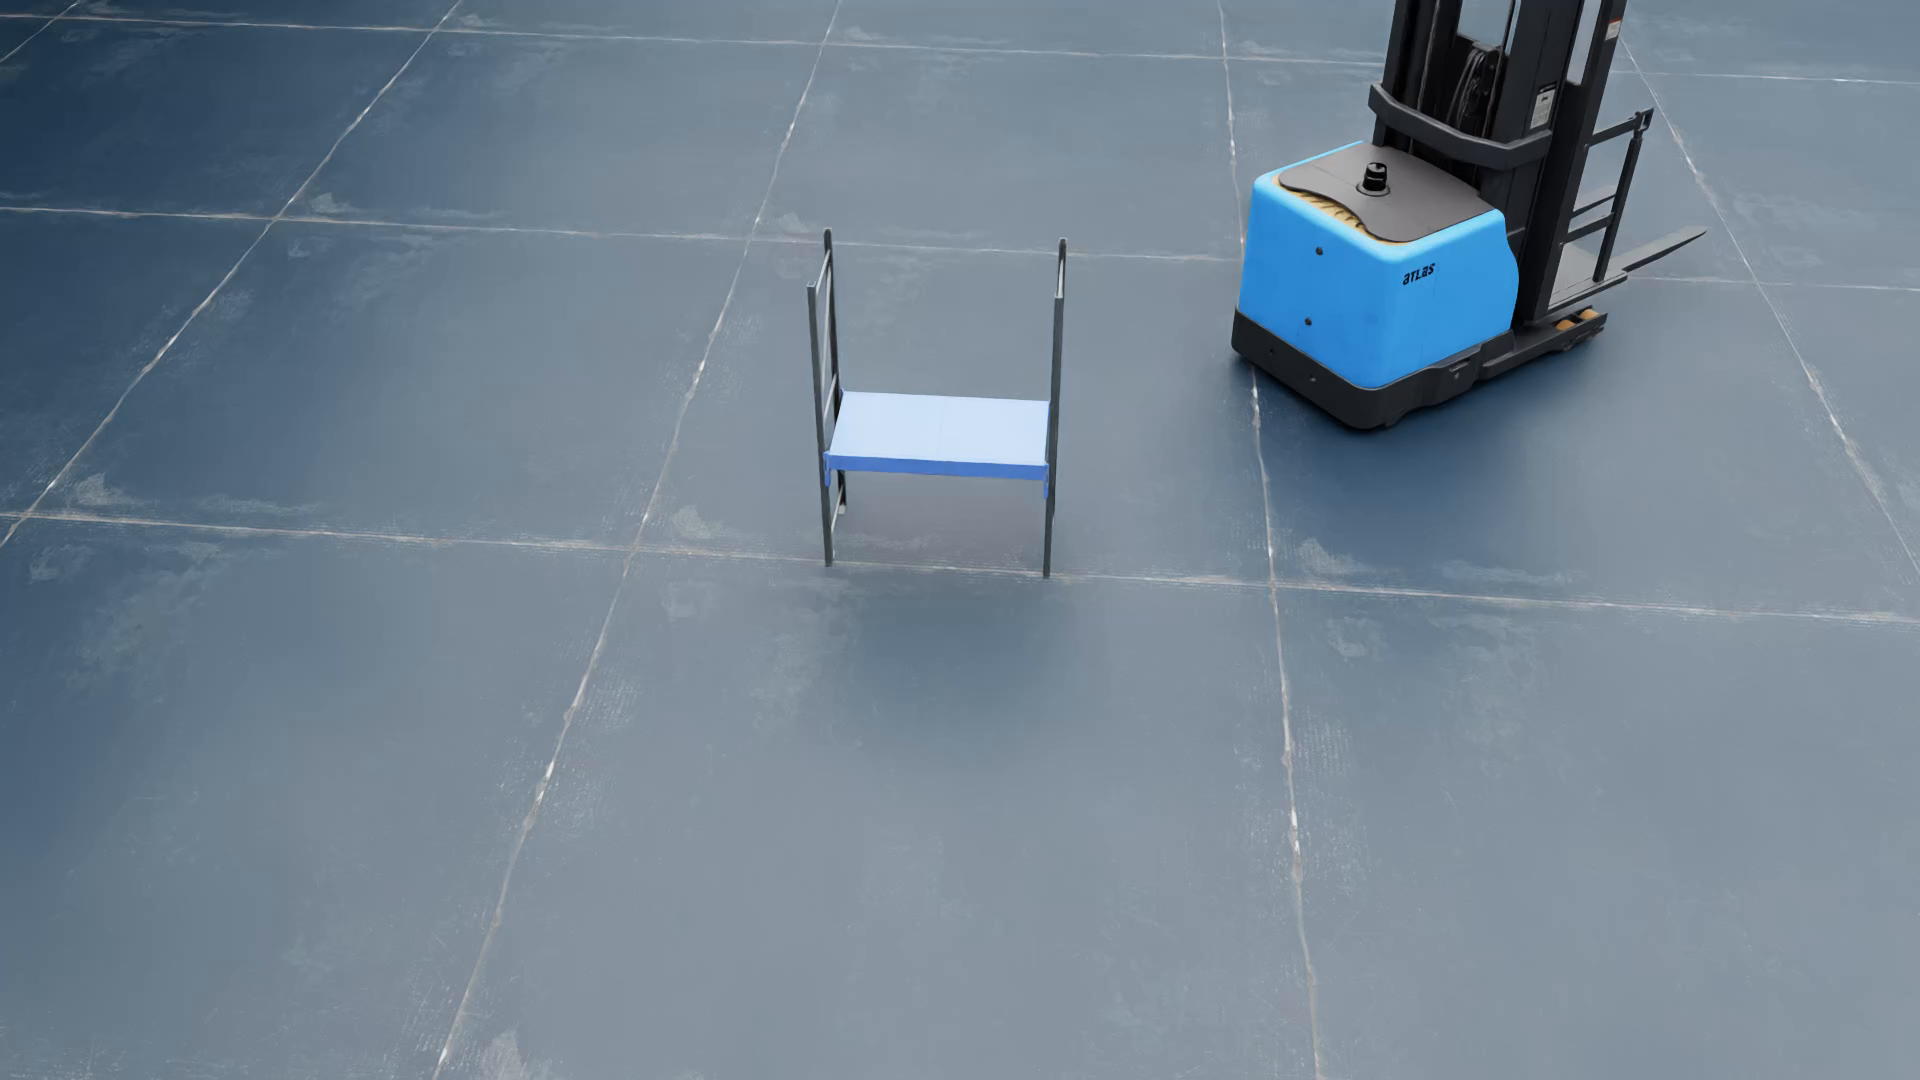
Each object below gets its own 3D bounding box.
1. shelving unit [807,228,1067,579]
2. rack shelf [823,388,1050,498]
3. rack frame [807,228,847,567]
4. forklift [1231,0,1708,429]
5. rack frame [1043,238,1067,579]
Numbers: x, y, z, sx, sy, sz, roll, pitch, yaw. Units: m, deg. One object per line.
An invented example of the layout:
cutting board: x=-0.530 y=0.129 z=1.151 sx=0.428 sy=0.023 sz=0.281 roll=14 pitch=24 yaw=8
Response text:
shelving unit: x=-0.085 y=-0.586 z=7.453 sx=1.048 sy=1.500 sz=0.538 roll=3 pitch=39 yaw=4
rack shelf: x=-0.085 y=-0.447 z=7.566 sx=1.000 sy=0.185 sz=0.538 roll=3 pitch=39 yaw=4
rack frame: x=-0.591 y=-0.614 z=7.487 sx=0.032 sy=1.500 sz=0.500 roll=3 pitch=39 yaw=4
forklift: x=2.989 y=-2.437 z=8.593 sx=3.031 sy=2.935 sz=1.130 roll=-24 pitch=45 yaw=-26
rack frame: x=0.421 y=-0.559 z=7.419 sx=0.032 sy=1.500 sz=0.500 roll=3 pitch=39 yaw=4
